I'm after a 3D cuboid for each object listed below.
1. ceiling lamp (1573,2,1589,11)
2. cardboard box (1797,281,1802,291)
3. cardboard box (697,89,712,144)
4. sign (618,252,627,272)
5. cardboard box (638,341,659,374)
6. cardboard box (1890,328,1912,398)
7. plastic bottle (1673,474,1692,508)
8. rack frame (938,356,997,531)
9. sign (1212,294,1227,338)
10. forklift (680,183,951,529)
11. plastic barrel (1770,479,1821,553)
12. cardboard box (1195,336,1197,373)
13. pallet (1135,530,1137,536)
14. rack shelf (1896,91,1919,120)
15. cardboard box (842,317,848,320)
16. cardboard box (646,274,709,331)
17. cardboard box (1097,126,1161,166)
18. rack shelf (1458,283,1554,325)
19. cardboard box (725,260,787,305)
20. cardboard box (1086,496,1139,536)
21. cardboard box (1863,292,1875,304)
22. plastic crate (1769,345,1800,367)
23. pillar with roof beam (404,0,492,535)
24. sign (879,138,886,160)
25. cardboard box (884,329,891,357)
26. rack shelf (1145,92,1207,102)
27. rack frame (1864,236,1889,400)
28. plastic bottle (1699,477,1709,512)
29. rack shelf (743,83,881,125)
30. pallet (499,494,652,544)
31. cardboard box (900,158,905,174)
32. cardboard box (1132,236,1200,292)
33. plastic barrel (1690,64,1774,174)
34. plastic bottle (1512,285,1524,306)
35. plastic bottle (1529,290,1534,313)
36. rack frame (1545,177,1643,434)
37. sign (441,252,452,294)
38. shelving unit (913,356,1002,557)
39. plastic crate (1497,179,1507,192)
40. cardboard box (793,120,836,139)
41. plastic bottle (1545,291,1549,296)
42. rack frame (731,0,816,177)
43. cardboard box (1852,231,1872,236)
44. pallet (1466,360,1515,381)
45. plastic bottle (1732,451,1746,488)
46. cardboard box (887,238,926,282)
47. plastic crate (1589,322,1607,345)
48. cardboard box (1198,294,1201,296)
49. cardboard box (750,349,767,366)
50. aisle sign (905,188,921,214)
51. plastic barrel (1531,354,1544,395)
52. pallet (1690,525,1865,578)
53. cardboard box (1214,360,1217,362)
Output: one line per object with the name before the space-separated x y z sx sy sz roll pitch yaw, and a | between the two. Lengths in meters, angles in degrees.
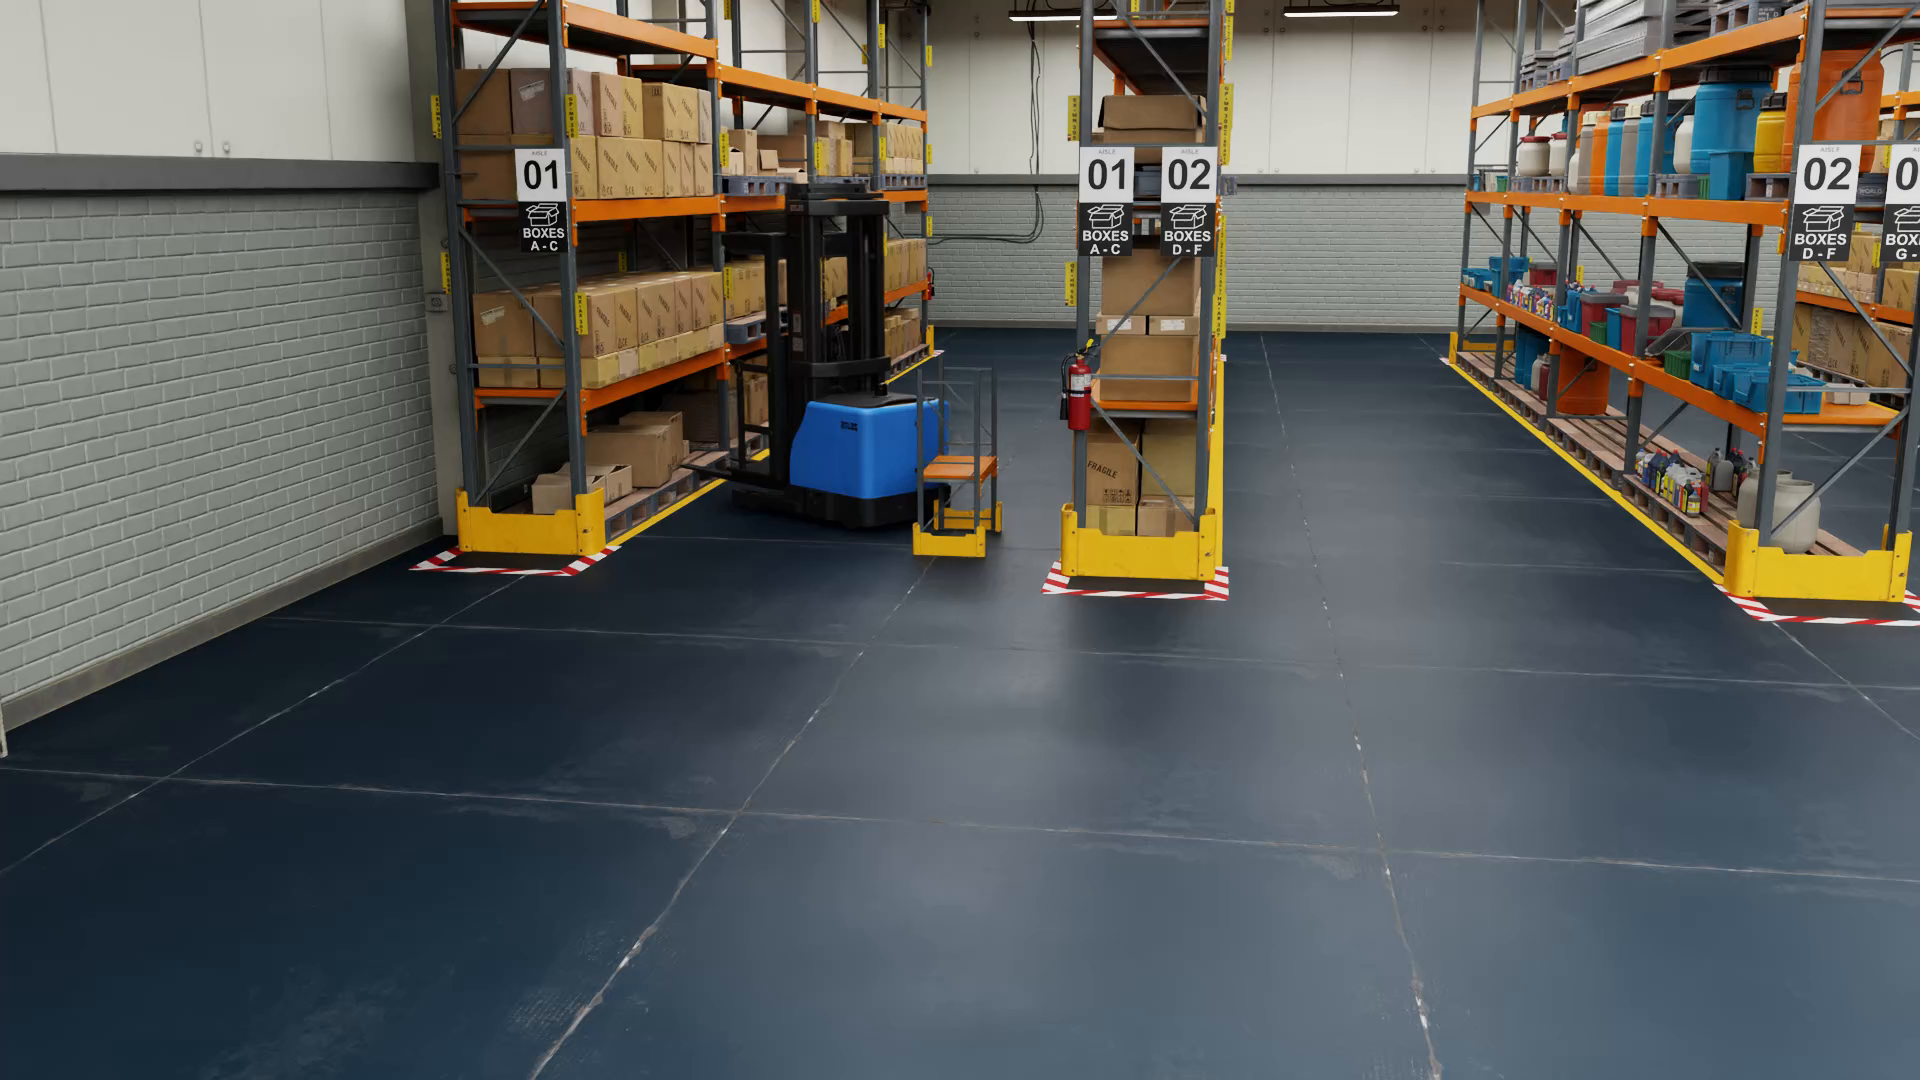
ceiling lamp | 11.631 -10.650 28.194 2.000 3.185 0.800 2 12 9
cardboard box | 13.166 -3.933 25.720 0.380 0.149 0.250 2 12 7
cardboard box | -2.714 -4.110 16.167 0.500 0.500 0.500 1 12 4
sign | -3.454 -2.793 17.083 0.100 0.325 0.005 2 12 9
cardboard box | -2.982 -1.619 14.694 0.500 0.250 0.500 2 12 8
cardboard box | 12.793 -2.240 21.314 1.225 0.875 0.875 1 12 7
plastic bottle | 6.205 -0.416 14.226 0.152 0.276 0.135 2 12 7
rack frame | 0.065 -0.821 14.244 0.500 1.500 0.032 2 12 9
sign | 1.922 -1.660 12.332 0.100 0.325 0.005 2 12 9
forklift | -1.465 -1.771 15.254 1.130 2.935 3.031 -12 17 -43
plastic barrel | 6.294 -0.184 12.637 0.421 0.512 0.421 0 12 0
cardboard box | 1.695 -1.685 14.455 0.700 0.500 0.500 2 12 10
pallet | 1.451 -0.015 13.559 1.003 0.211 1.213 2 12 9
rack shelf | 12.701 -5.362 20.173 1.077 0.370 4.000 2 12 9
cardboard box | -1.646 -2.890 24.388 0.750 0.750 0.750 2 12 9
cardboard box | -2.744 -2.300 16.074 0.500 0.500 0.500 2 12 8
cardboard box | 1.612 -3.501 14.427 0.797 0.503 0.637 3 13 15
rack shelf | 8.422 -3.618 25.371 1.077 0.370 4.000 2 12 9
cardboard box | -2.412 -3.091 19.933 0.700 0.500 0.500 1 12 3
cardboard box | 1.165 -0.199 13.328 0.500 0.250 0.500 2 12 9
cardboard box | 12.731 -3.345 22.989 0.380 0.149 0.250 2 12 9
plastic crate | 6.982 -1.577 14.542 0.499 0.251 0.616 2 12 9
pillar with roof beam | -0.014 -4.344 12.789 9.100 9.000 0.400 2 12 9
sign | -1.137 -5.732 24.377 0.100 0.325 0.005 2 12 9
cardboard box | -1.459 -3.010 25.779 0.700 0.500 0.500 2 12 9
rack shelf | 2.913 -5.684 21.666 1.077 0.370 4.000 2 12 9
rack frame | 13.008 -3.393 22.619 1.000 3.000 0.127 2 12 9
plastic bottle | 6.289 -0.388 14.076 0.061 0.283 0.133 2 12 9
rack shelf | -1.983 -5.844 22.407 1.077 0.370 4.000 2 12 9
pallet | -3.349 -0.197 14.408 1.003 0.211 1.213 2 12 9
cardboard box | -1.144 -5.870 26.112 0.500 0.250 0.500 2 12 7
cardboard box | 1.852 -2.535 15.319 0.700 0.500 0.500 2 12 9
plastic barrel | 6.625 -3.601 14.278 0.600 0.901 0.708 2 12 9
plastic bottle | 7.610 -3.333 22.633 0.152 0.276 0.135 2 12 9
plastic bottle | 7.364 -3.066 21.378 0.061 0.283 0.133 2 12 9
rack frame | 7.499 -2.721 19.500 1.000 3.000 0.127 2 12 9
sign | -4.066 -2.119 13.209 0.100 0.325 0.005 2 12 9
shelving unit | -0.012 -0.717 13.762 0.587 1.500 1.083 2 12 9
plastic crate | 7.881 -5.014 23.524 0.450 0.188 0.662 2 12 9
cardboard box | -2.010 -5.677 23.035 0.500 0.250 0.500 1 12 7
plastic bottle | 7.486 -3.034 21.228 0.061 0.283 0.133 2 12 9
rack frame | -2.290 -5.975 20.357 1.000 3.000 0.127 2 12 9
cardboard box | 13.808 -4.555 25.878 0.500 0.500 0.500 2 12 9
pallet | 8.374 -2.600 25.555 1.003 0.211 1.213 2 12 9
plastic bottle | 7.040 -0.625 15.018 0.144 0.351 0.185 1 12 6
cardboard box | -1.128 -4.748 28.191 0.980 0.700 0.700 2 12 11
plastic crate | 6.873 -2.157 17.383 0.450 0.188 0.662 2 12 9
cardboard box | 2.002 -2.140 15.028 0.380 0.149 0.250 2 12 8
cardboard box | -2.499 -2.134 19.883 0.500 0.250 0.500 2 12 10
aisle sign | -0.752 -5.984 28.467 0.394 0.787 0.004 2 12 9
plastic barrel | 7.730 -2.168 21.842 0.421 0.512 0.421 0 12 0
pallet | 6.364 0.121 12.930 1.003 0.211 1.213 2 12 9
cardboard box | 3.033 -2.070 21.368 0.500 0.500 0.500 1 12 7
